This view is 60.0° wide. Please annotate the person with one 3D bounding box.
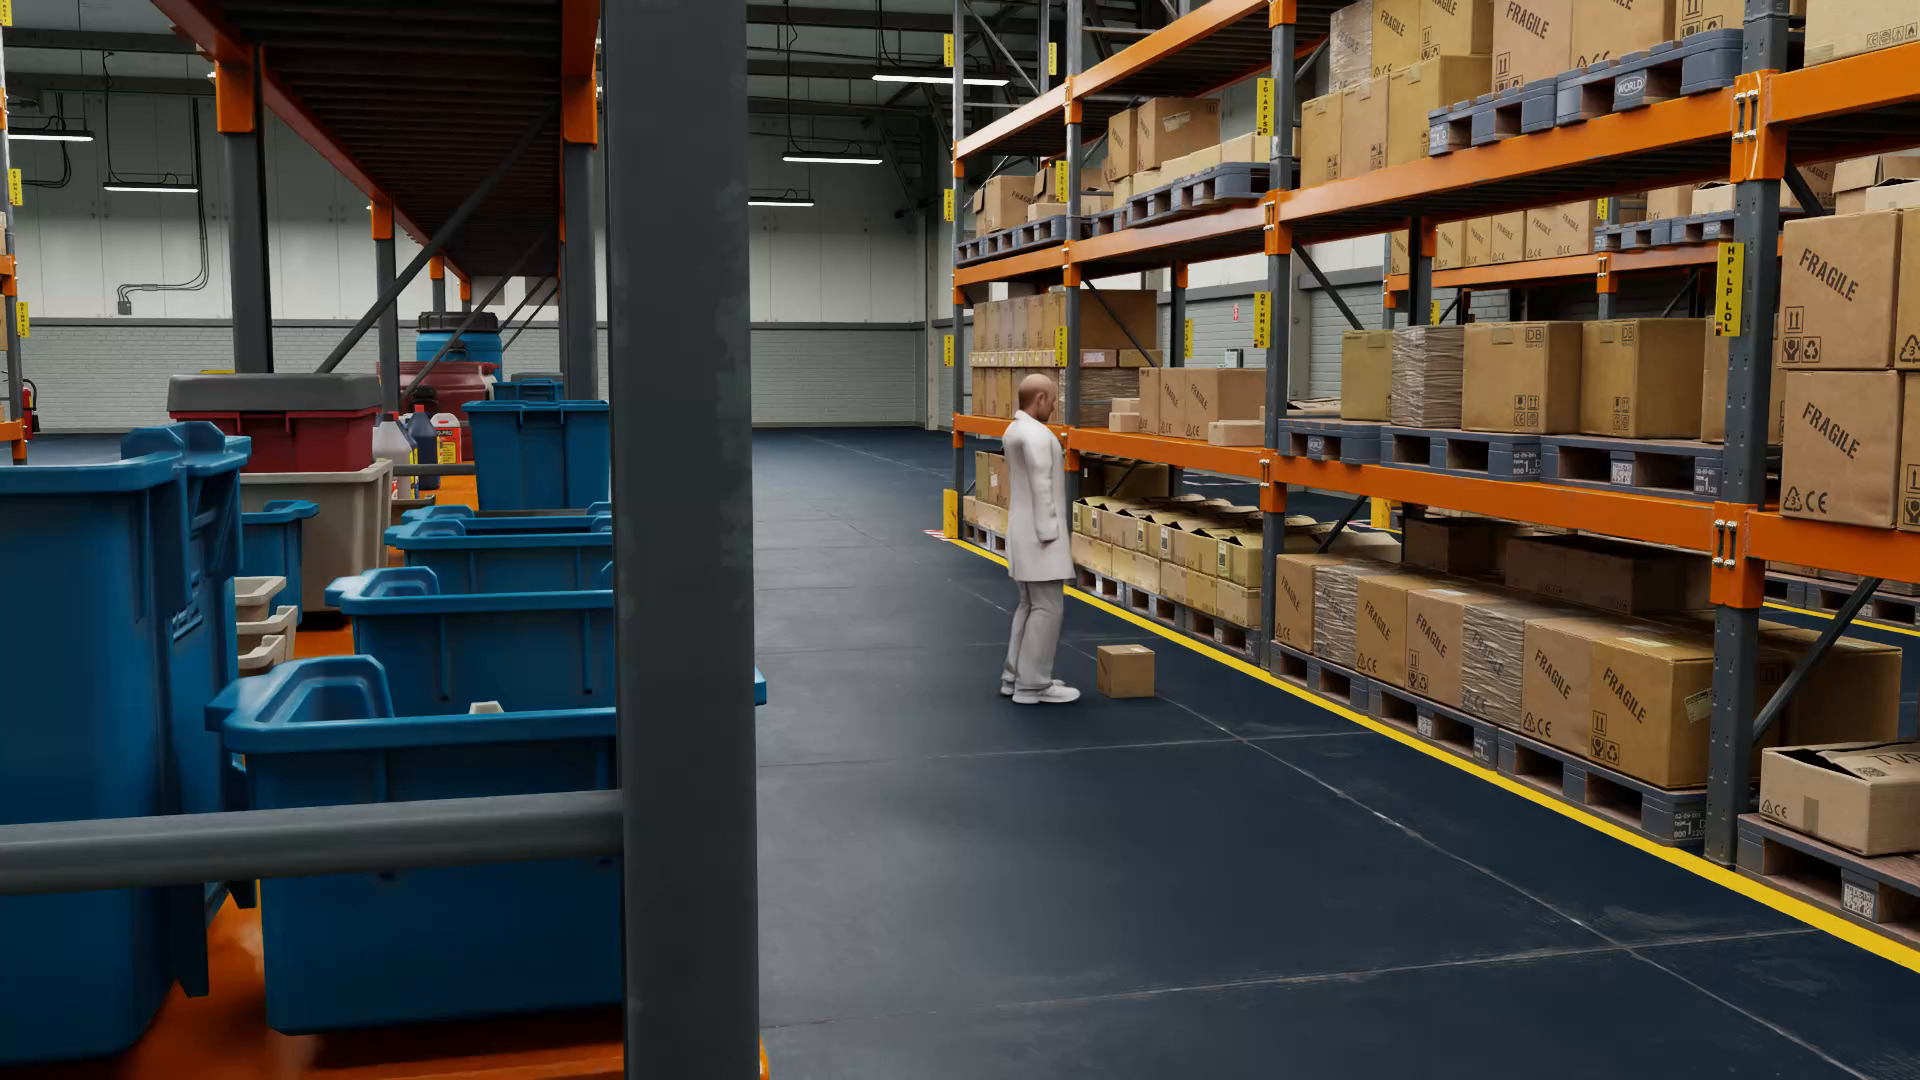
[{"bbox_3d":[0.431,-0.014,9.063,0.380,1.773,0.562,-1,6,-13],"label":"person"}]
